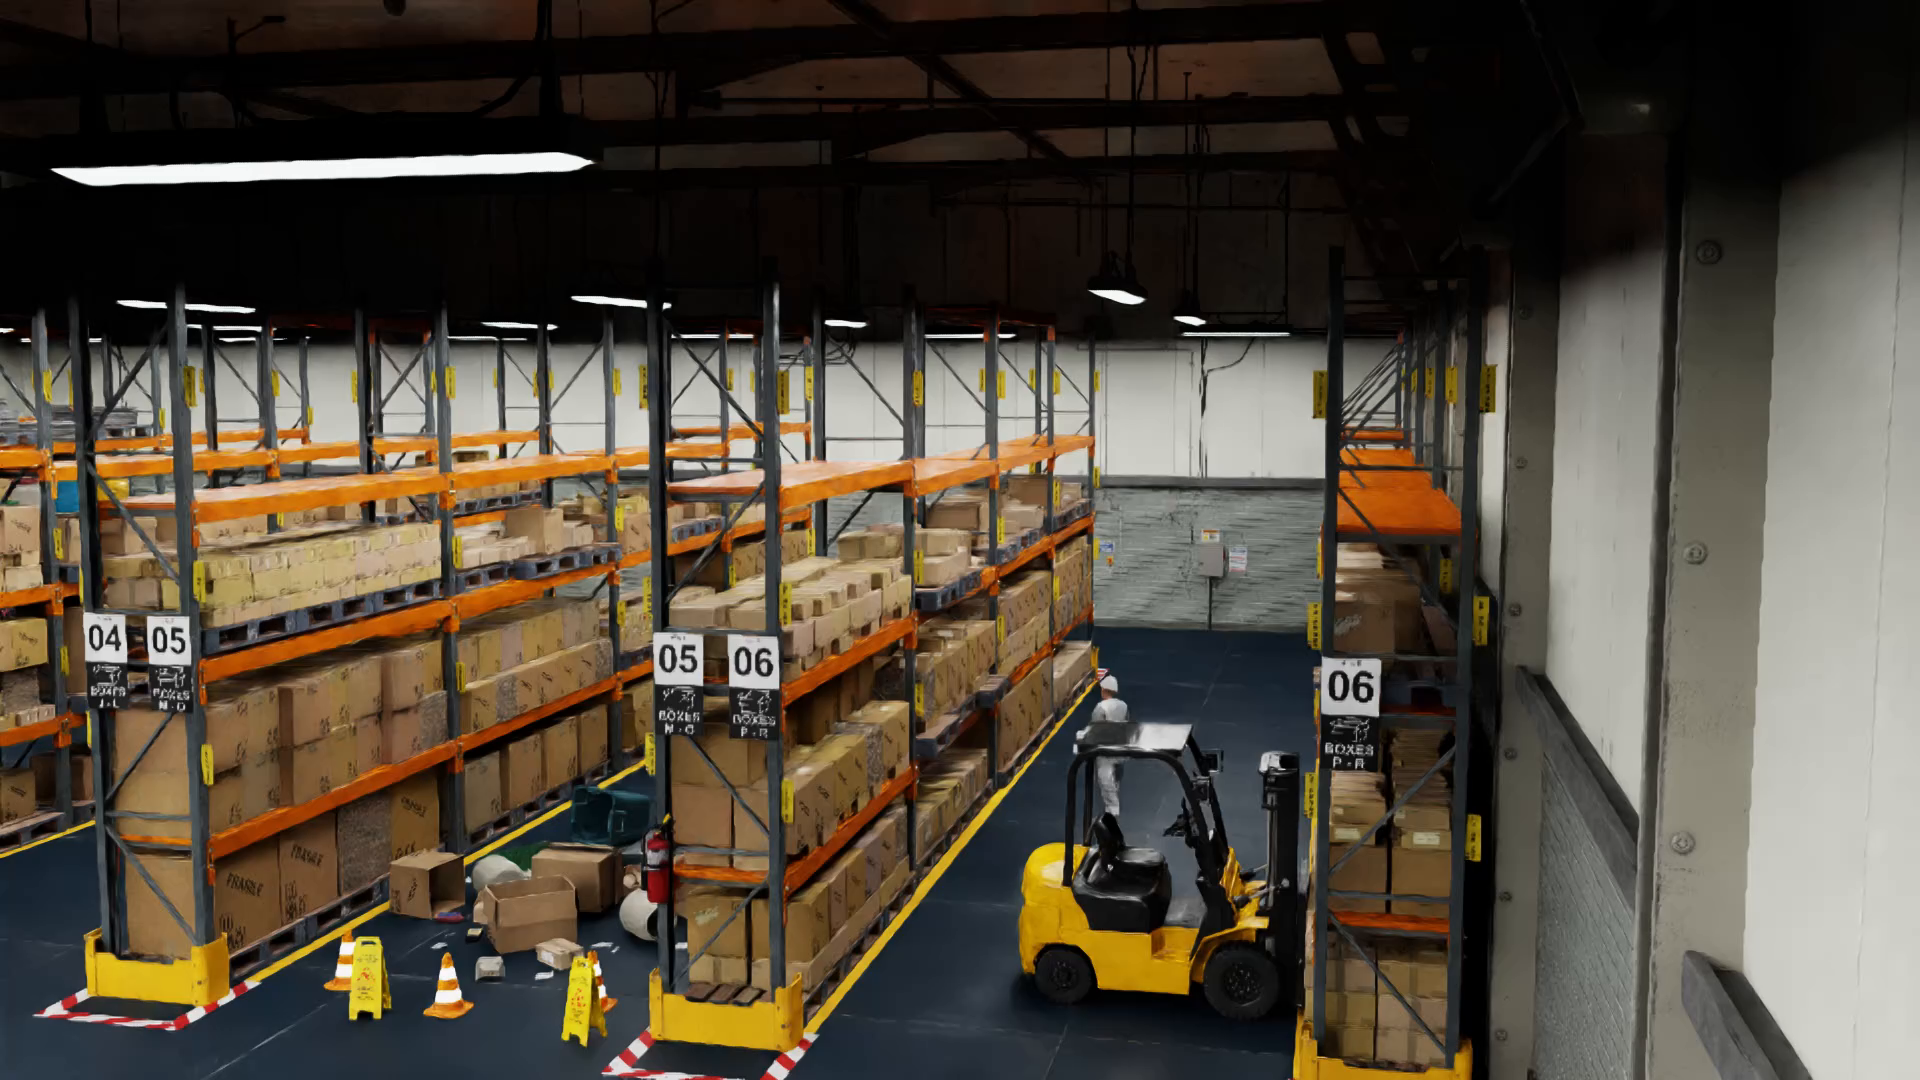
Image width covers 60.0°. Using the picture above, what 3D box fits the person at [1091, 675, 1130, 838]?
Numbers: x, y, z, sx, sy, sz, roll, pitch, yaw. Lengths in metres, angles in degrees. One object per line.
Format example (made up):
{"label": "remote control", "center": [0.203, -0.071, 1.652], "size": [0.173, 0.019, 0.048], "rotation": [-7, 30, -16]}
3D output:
{"label": "person", "center": [1.645, 2.388, 18.566], "size": [0.569, 1.786, 0.650], "rotation": [5, 8, 43]}
